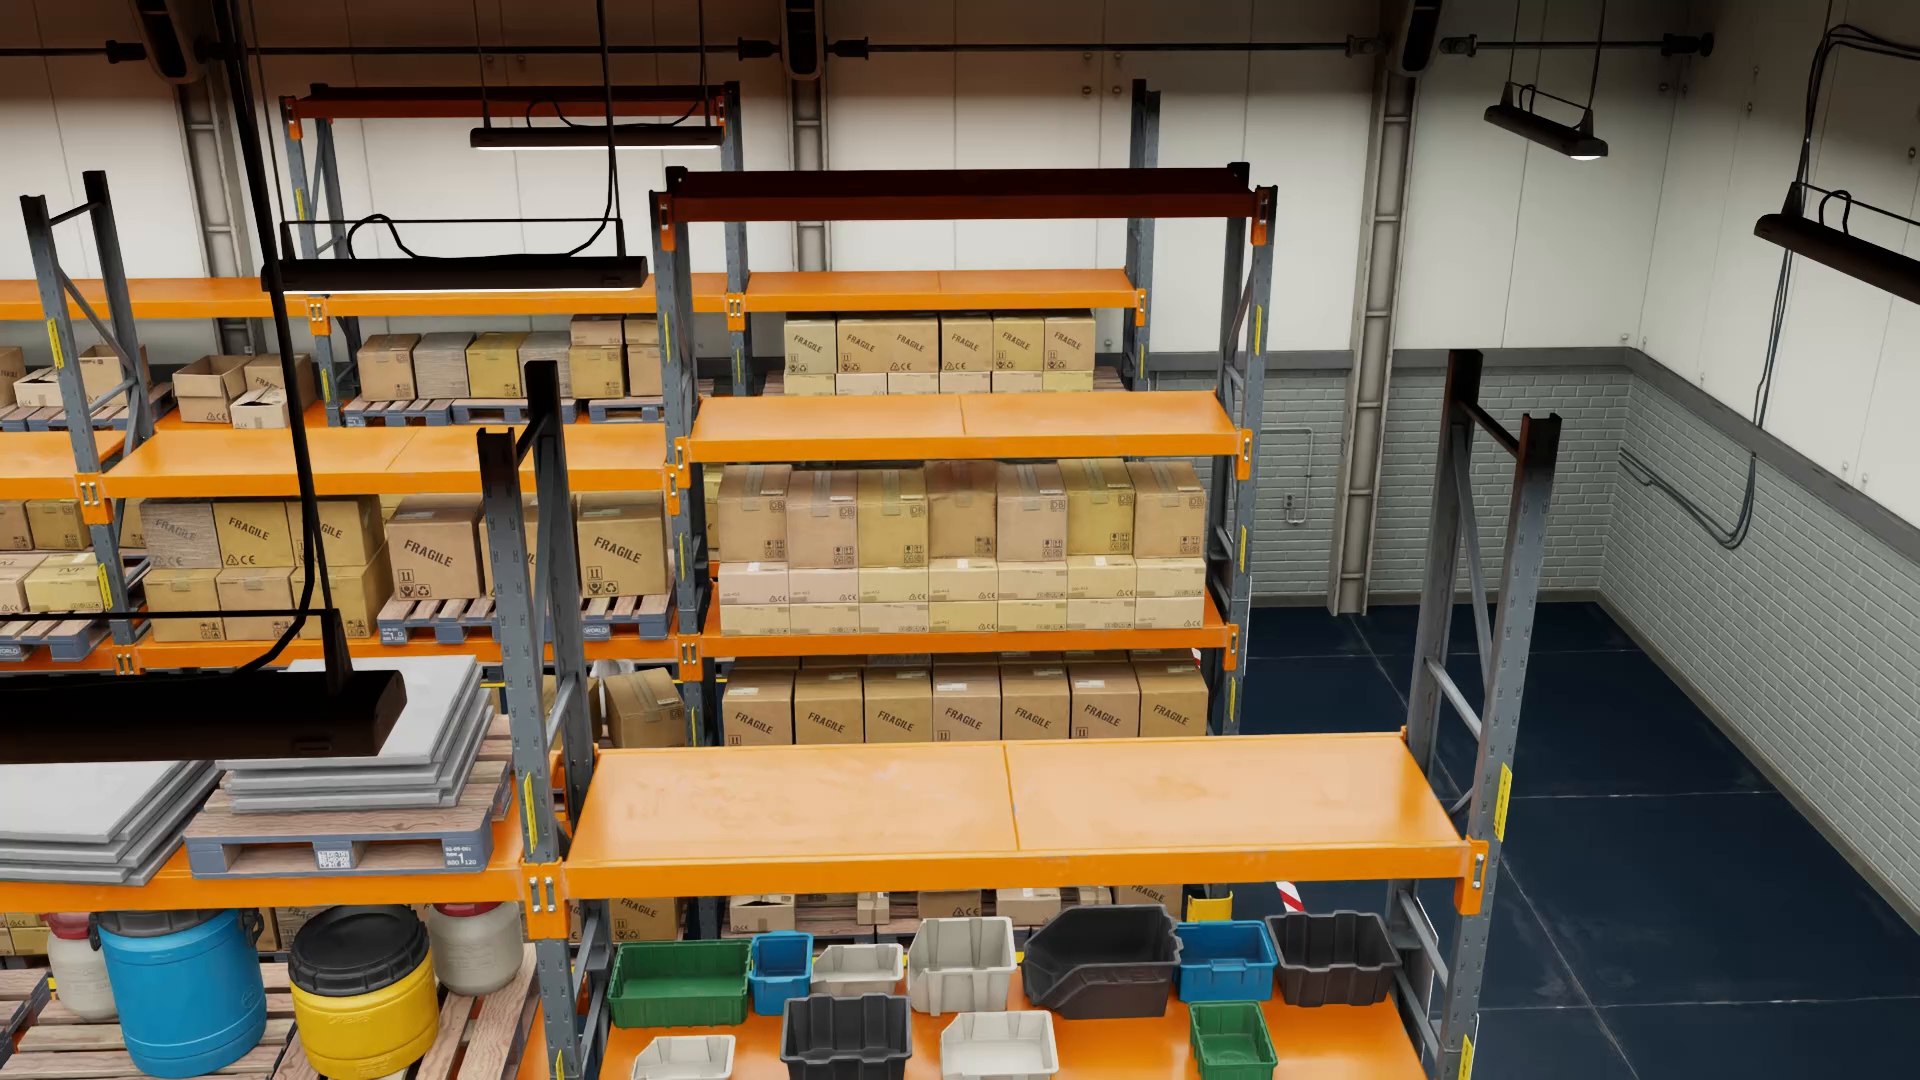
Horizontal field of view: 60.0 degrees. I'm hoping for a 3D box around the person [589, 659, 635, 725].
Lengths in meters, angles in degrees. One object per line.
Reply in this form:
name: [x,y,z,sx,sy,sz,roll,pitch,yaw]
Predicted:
person: [-3.277,1.372,15.432,1.070,1.722,0.596,-7,23,-16]
